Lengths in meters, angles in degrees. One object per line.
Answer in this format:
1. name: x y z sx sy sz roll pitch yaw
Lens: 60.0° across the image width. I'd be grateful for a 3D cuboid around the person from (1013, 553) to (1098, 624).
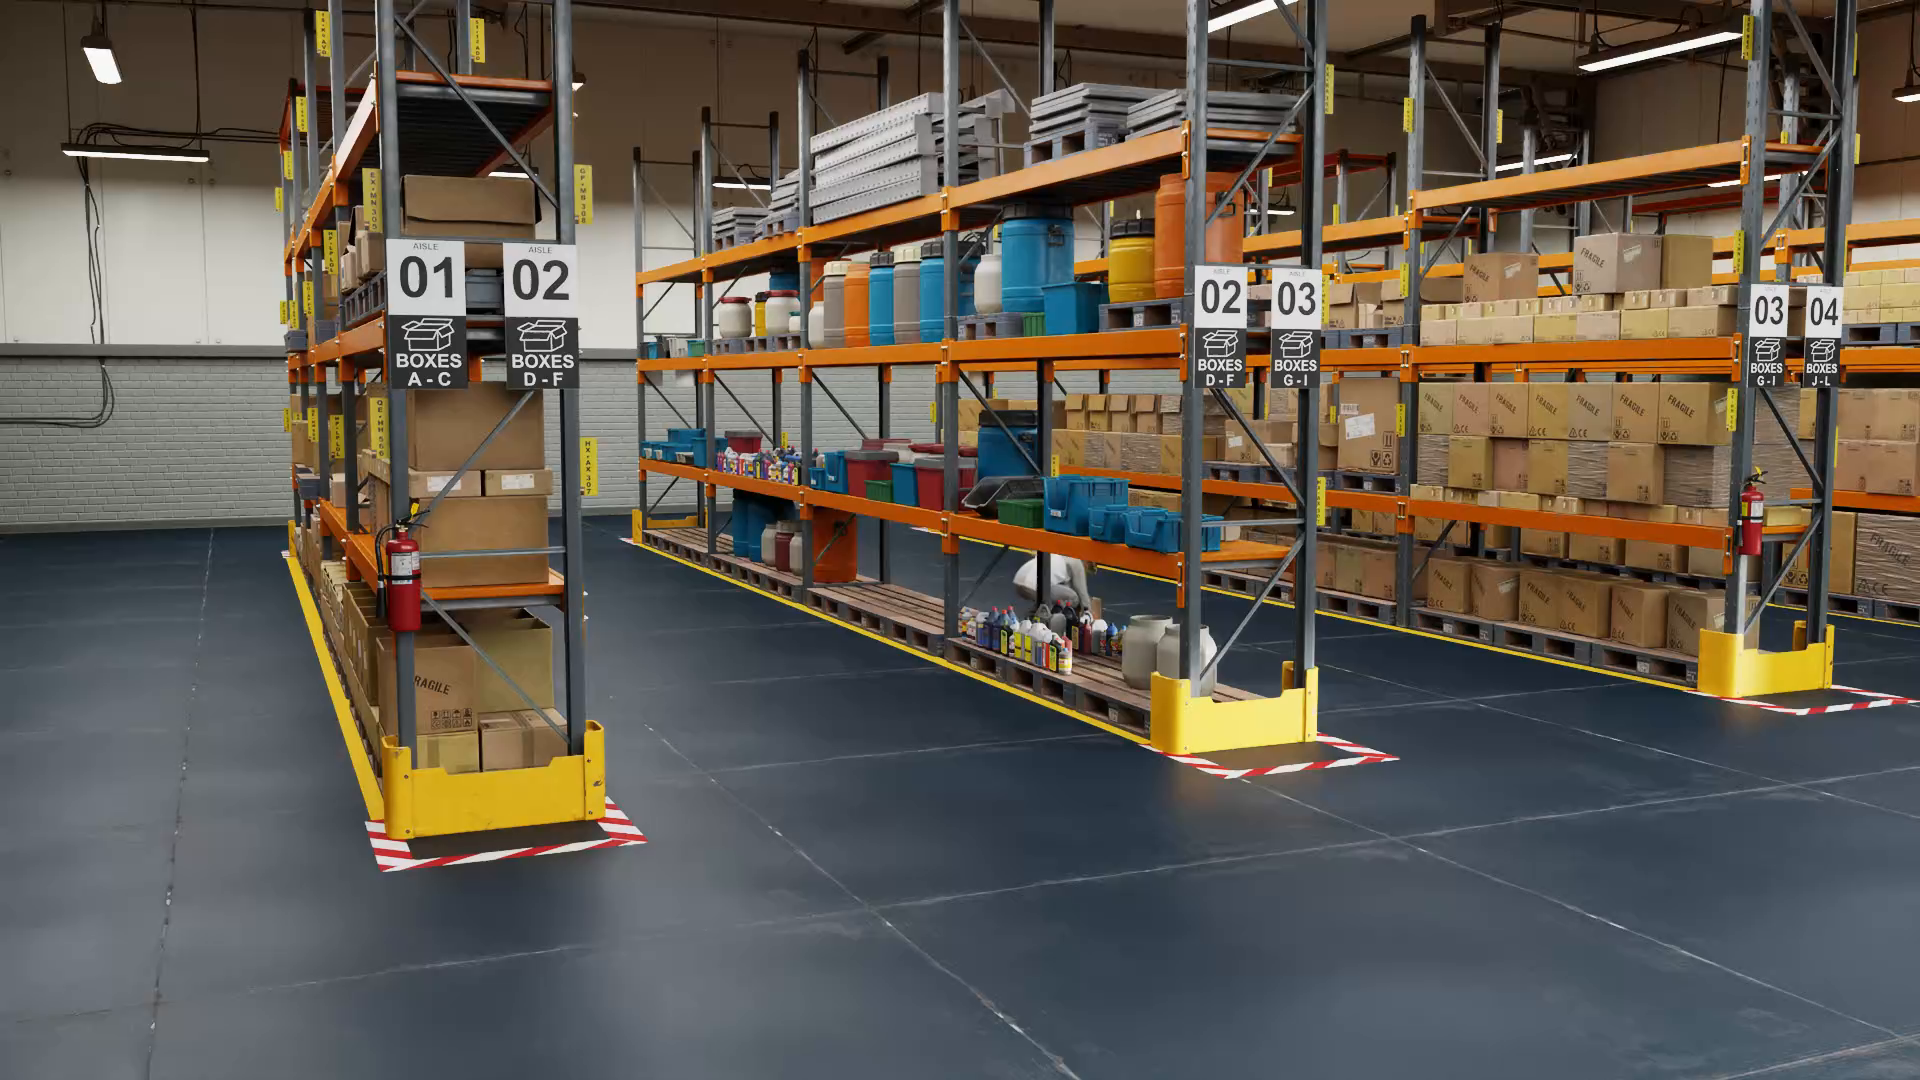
1. person: 1.008 0.511 16.939 0.958 0.867 0.525 -2 6 -24
